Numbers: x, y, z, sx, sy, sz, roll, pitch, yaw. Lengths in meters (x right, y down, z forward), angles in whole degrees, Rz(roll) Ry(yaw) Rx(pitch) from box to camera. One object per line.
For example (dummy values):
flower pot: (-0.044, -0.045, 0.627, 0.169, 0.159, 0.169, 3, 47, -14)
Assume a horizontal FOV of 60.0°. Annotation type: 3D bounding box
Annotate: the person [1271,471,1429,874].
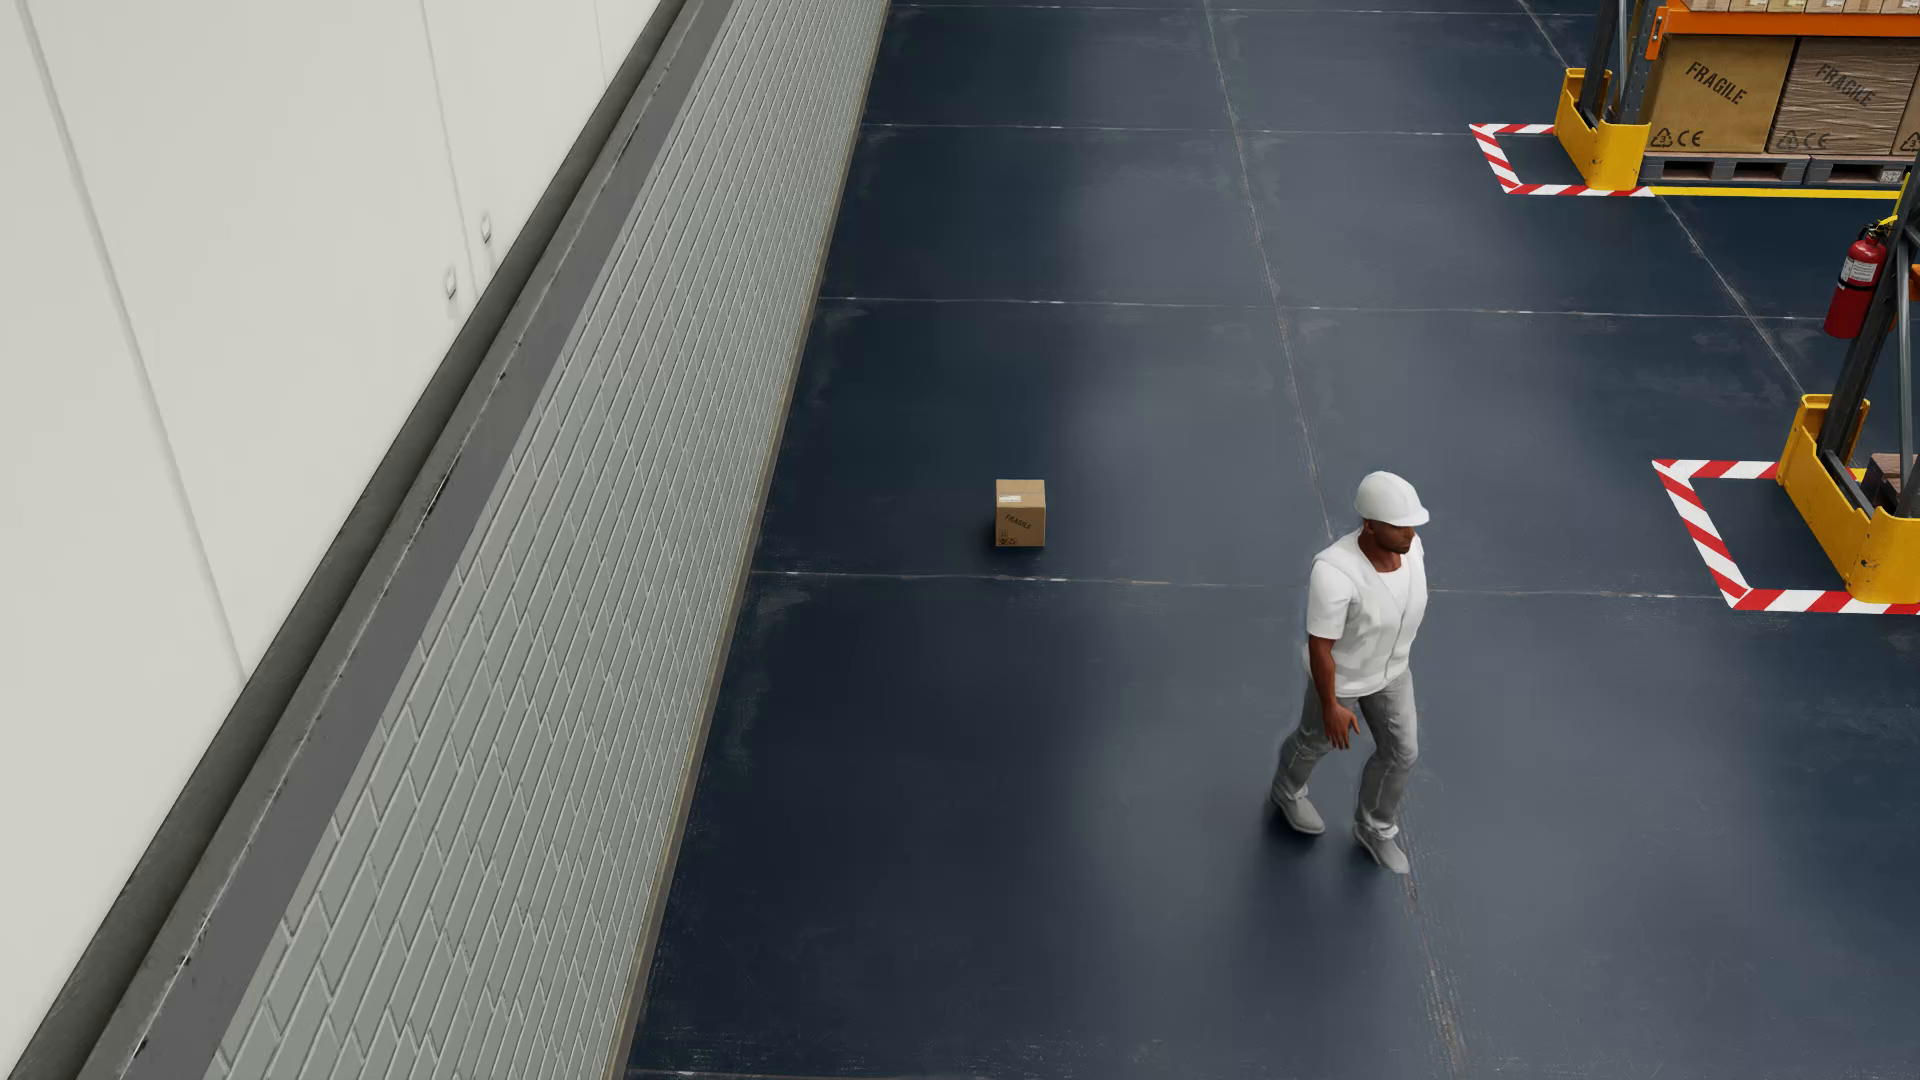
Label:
person: (1.543, 0.528, 6.385, 0.620, 1.826, 0.651, -21, 40, -26)
